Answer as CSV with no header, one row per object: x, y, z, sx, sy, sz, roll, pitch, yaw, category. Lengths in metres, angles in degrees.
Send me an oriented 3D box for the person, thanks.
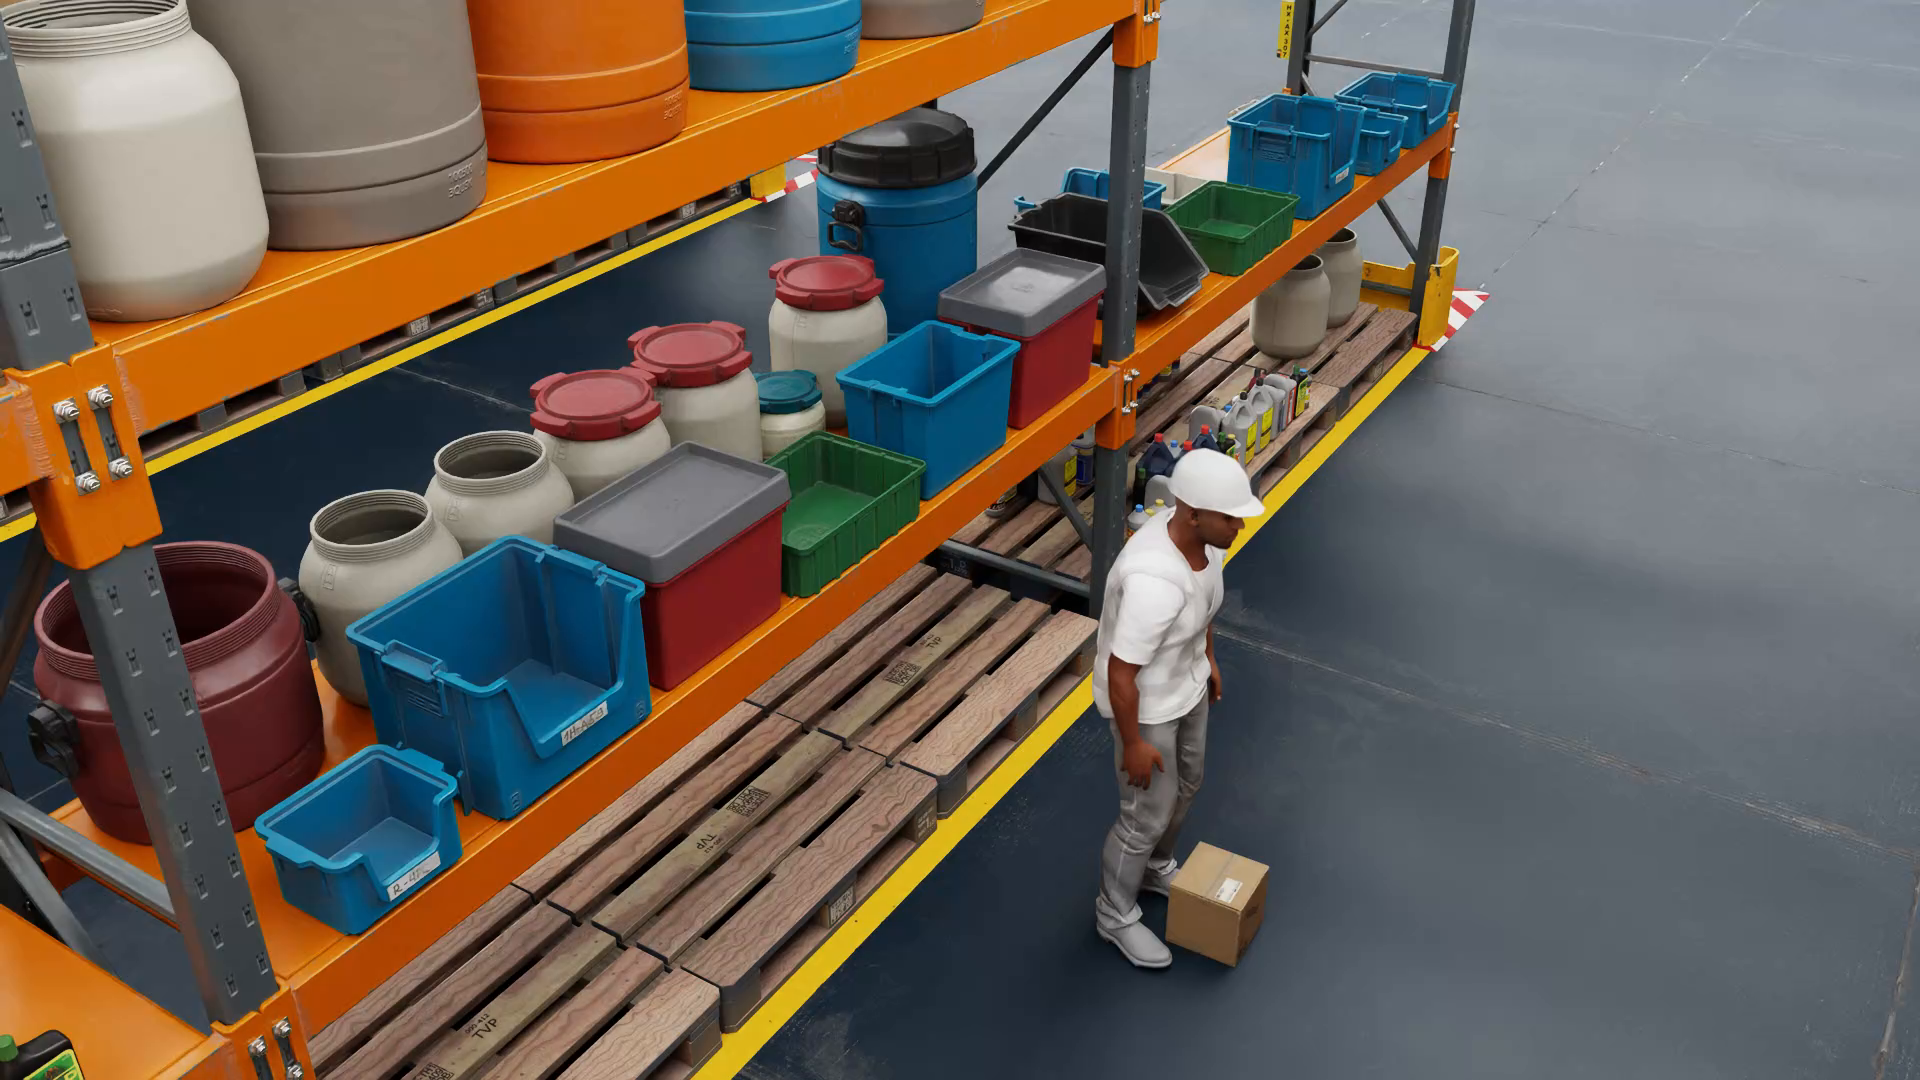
0.664,0.503,5.251,0.462,1.760,0.635,17,34,26,person
